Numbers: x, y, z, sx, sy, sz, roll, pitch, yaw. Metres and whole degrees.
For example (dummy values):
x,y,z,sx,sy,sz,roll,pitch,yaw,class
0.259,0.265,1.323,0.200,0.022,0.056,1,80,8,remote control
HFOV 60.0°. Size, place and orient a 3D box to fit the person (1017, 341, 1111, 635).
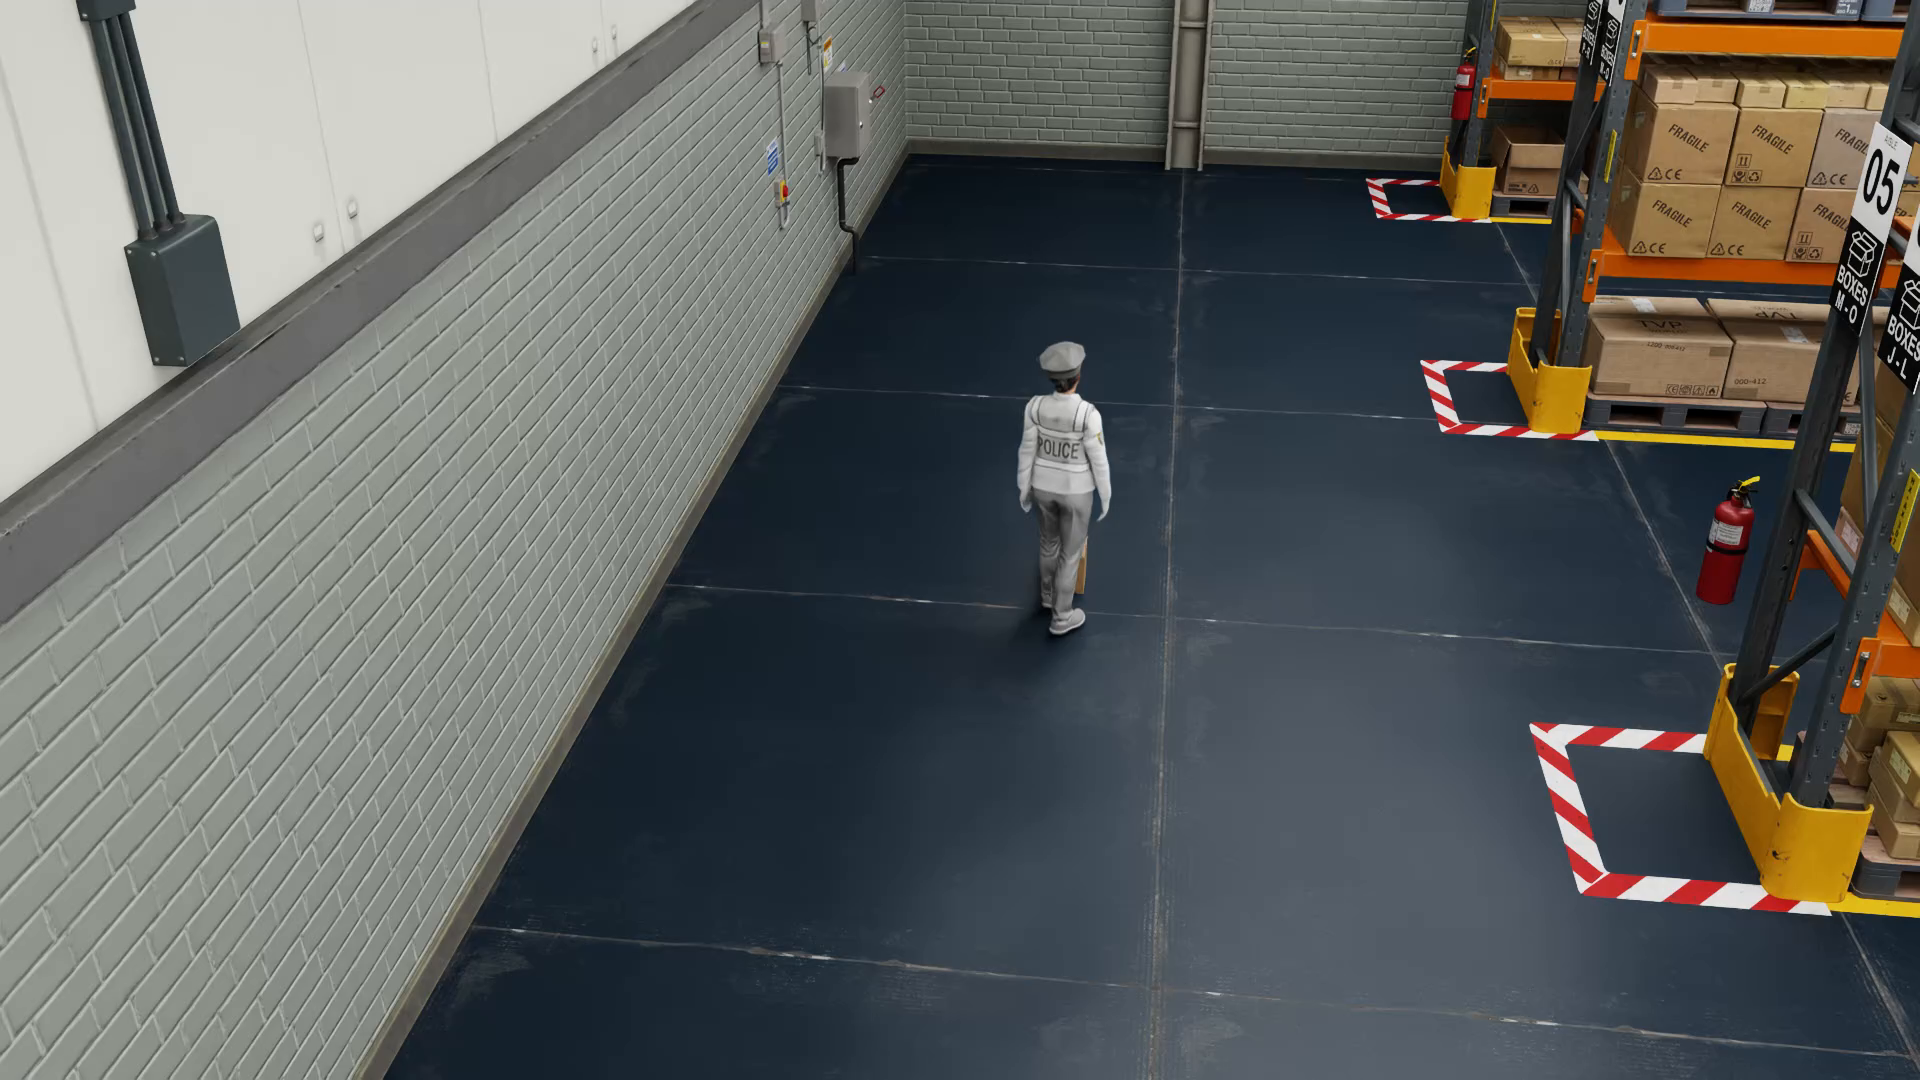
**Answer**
x,y,z,sx,sy,sz,roll,pitch,yaw,class
0.613,-0.289,9.150,0.516,1.709,0.505,14,32,24,person
